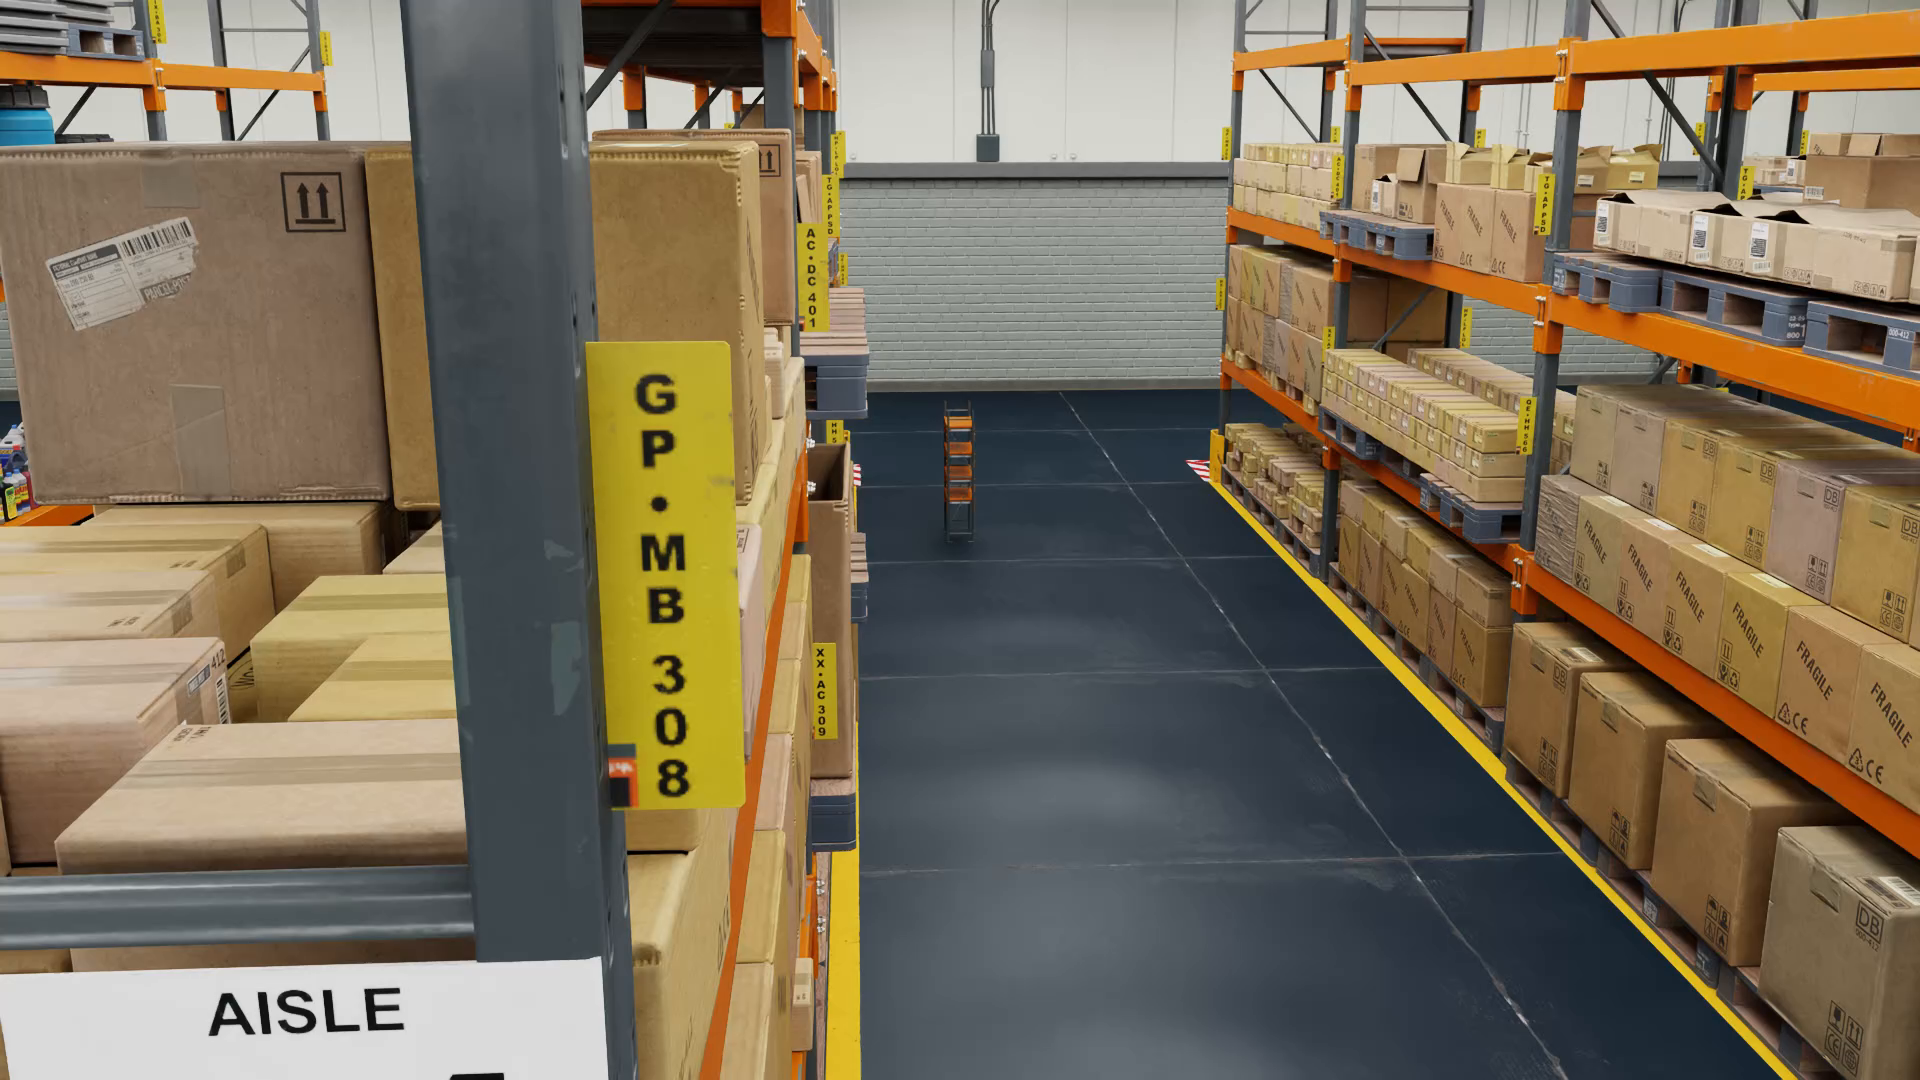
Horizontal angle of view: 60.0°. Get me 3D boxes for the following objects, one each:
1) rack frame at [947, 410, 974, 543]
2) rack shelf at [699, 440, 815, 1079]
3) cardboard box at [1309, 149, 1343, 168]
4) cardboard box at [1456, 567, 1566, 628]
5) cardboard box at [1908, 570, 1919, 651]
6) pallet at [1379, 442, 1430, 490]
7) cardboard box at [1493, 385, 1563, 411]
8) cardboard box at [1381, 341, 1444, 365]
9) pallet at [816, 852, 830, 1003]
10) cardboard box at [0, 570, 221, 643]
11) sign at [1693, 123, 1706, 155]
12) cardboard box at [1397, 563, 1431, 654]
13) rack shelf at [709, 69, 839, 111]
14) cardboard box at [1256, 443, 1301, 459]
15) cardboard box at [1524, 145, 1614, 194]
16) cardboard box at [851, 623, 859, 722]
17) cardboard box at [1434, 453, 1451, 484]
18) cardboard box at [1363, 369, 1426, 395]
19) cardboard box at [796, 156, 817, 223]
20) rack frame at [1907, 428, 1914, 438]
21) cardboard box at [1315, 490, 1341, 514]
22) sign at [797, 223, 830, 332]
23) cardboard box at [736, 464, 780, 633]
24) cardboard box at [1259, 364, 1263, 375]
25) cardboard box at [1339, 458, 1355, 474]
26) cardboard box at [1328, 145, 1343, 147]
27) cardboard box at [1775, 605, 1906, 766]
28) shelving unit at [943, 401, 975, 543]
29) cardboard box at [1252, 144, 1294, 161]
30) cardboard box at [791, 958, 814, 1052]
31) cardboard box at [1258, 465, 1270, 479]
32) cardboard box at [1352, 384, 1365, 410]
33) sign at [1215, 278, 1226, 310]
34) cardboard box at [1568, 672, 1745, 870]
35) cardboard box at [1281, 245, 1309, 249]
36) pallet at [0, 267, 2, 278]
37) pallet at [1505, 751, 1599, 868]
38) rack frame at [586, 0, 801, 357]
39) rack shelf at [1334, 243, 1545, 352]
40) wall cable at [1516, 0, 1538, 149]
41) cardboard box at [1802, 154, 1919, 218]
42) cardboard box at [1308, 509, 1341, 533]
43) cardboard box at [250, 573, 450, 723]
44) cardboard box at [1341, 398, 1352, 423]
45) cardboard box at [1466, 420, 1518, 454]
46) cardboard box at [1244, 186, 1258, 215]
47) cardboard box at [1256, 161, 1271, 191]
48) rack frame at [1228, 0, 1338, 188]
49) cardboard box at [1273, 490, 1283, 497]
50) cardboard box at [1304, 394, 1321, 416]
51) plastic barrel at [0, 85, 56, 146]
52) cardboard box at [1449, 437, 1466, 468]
[{"bbox_3d":[0.005,-0.562,14.801,0.240,1.200,0.015,-1,14,-3],"label":"rack frame"},{"bbox_3d":[-0.865,0.312,3.219,1.077,0.370,4.000,-1,14,-3],"label":"rack shelf"},{"bbox_3d":[3.096,-3.137,13.676,0.380,0.149,0.250,-1,14,-4],"label":"cardboard box"},{"bbox_3d":[3.416,0.350,10.313,0.500,0.250,0.500,-1,14,-5],"label":"cardboard box"},{"bbox_3d":[3.931,0.211,5.978,0.700,0.500,0.500,-1,14,-4],"label":"cardboard box"},{"bbox_3d":[3.556,-0.526,11.437,1.003,0.211,1.213,-1,14,-3],"label":"pallet"},{"bbox_3d":[3.801,-0.942,11.136,0.380,0.149,0.250,0,14,-2],"label":"cardboard box"},{"bbox_3d":[3.693,-1.442,13.813,0.500,0.500,0.500,-1,14,-4],"label":"cardboard box"},{"bbox_3d":[-1.117,1.771,7.718,1.003,0.211,1.213,-1,14,-3],"label":"pallet"},{"bbox_3d":[-1.095,0.143,1.931,0.380,0.149,0.250,-2,15,-6],"label":"cardboard box"},{"bbox_3d":[7.604,-4.126,17.110,0.100,0.325,0.005,-1,14,-3],"label":"sign"},{"bbox_3d":[3.341,0.460,11.394,0.500,0.500,0.500,-2,15,-6],"label":"cardboard box"},{"bbox_3d":[-1.609,-3.932,14.494,1.077,0.370,4.000,-1,14,-3],"label":"rack shelf"},{"bbox_3d":[3.048,-0.832,15.923,0.380,0.149,0.250,0,14,-1],"label":"cardboard box"},{"bbox_3d":[3.435,-2.096,9.396,0.396,0.266,0.258,-1,14,-3],"label":"cardboard box"},{"bbox_3d":[-1.259,0.578,10.183,1.225,0.875,0.875,-2,15,-6],"label":"cardboard box"},{"bbox_3d":[3.200,-0.451,10.419,0.380,0.149,0.250,-1,14,-2],"label":"cardboard box"},{"bbox_3d":[3.103,-1.128,11.859,0.380,0.149,0.250,-1,14,-4],"label":"cardboard box"},{"bbox_3d":[-0.900,-1.454,7.433,0.500,0.500,0.500,-1,14,-2],"label":"cardboard box"},{"bbox_3d":[8.406,-1.224,13.763,1.000,3.000,0.127,-1,14,-3],"label":"rack frame"},{"bbox_3d":[3.190,-0.318,13.926,0.380,0.149,0.250,0,14,-2],"label":"cardboard box"},{"bbox_3d":[-0.448,-0.795,5.038,0.100,0.325,0.005,-1,14,-3],"label":"sign"},{"bbox_3d":[-0.615,0.029,3.176,0.500,0.250,0.500,0,14,-2],"label":"cardboard box"},{"bbox_3d":[3.083,-1.649,15.921,0.380,0.149,0.250,-1,14,-4],"label":"cardboard box"},{"bbox_3d":[3.562,-0.649,15.214,0.380,0.149,0.250,-1,15,-6],"label":"cardboard box"},{"bbox_3d":[3.586,-3.535,15.224,0.380,0.149,0.250,-1,14,-2],"label":"cardboard box"},{"bbox_3d":[3.637,0.568,6.600,0.500,0.500,0.500,-1,14,-4],"label":"cardboard box"},{"bbox_3d":[-0.010,-0.622,15.037,0.258,1.200,0.503,-1,14,-3],"label":"shelving unit"},{"bbox_3d":[2.973,-3.656,15.692,0.380,0.149,0.250,-1,14,-3],"label":"cardboard box"},{"bbox_3d":[-0.594,1.275,4.555,0.380,0.149,0.250,-1,14,-3],"label":"cardboard box"},{"bbox_3d":[3.083,-0.691,15.974,0.380,0.149,0.250,-2,15,-6],"label":"cardboard box"},{"bbox_3d":[3.088,-1.050,12.151,0.380,0.149,0.250,-2,15,-6],"label":"cardboard box"},{"bbox_3d":[2.683,-2.528,17.094,0.100,0.325,0.005,-1,14,-3],"label":"sign"},{"bbox_3d":[3.725,1.129,8.291,1.050,0.750,0.750,-1,14,-3],"label":"cardboard box"},{"bbox_3d":[3.501,-2.684,16.634,0.500,0.500,0.500,-1,14,-5],"label":"cardboard box"},{"bbox_3d":[-6.130,-1.553,9.400,1.003,0.211,1.213,-1,14,-3],"label":"pallet"},{"bbox_3d":[3.693,1.420,9.083,1.003,0.211,1.213,-1,14,-3],"label":"pallet"},{"bbox_3d":[-0.989,-1.987,4.688,1.000,3.000,0.127,-1,14,-3],"label":"rack frame"},{"bbox_3d":[3.596,-1.729,11.151,1.077,0.370,4.000,-1,14,-3],"label":"rack shelf"},{"bbox_3d":[7.525,-6.534,22.364,0.463,3.000,0.029,-1,14,-3],"label":"wall cable"},{"bbox_3d":[4.107,-1.452,7.388,0.500,0.500,0.500,-1,14,-3],"label":"cardboard box"},{"bbox_3d":[3.135,-0.163,13.920,0.380,0.149,0.250,-1,14,-2],"label":"cardboard box"},{"bbox_3d":[-0.586,0.141,1.938,0.380,0.149,0.250,-1,14,-4],"label":"cardboard box"},{"bbox_3d":[3.072,-0.968,12.430,0.380,0.149,0.250,-1,14,-3],"label":"cardboard box"},{"bbox_3d":[3.232,-0.612,9.853,0.380,0.149,0.250,-1,15,-6],"label":"cardboard box"},{"bbox_3d":[3.025,-3.251,15.921,0.500,0.250,0.500,0,14,-2],"label":"cardboard box"},{"bbox_3d":[3.045,-3.370,15.384,0.500,0.250,0.500,-1,14,-3],"label":"cardboard box"},{"bbox_3d":[3.224,-5.023,16.487,1.000,3.000,0.127,-1,14,-3],"label":"rack frame"},{"bbox_3d":[3.094,-0.361,15.287,0.380,0.149,0.250,-1,14,-2],"label":"cardboard box"},{"bbox_3d":[3.096,-1.130,13.904,0.380,0.149,0.250,-1,14,-5],"label":"cardboard box"},{"bbox_3d":[-6.170,-2.471,10.742,0.600,0.901,0.708,-1,14,-3],"label":"plastic barrel"},{"bbox_3d":[3.217,-0.535,10.152,0.380,0.149,0.250,0,14,-1],"label":"cardboard box"}]
